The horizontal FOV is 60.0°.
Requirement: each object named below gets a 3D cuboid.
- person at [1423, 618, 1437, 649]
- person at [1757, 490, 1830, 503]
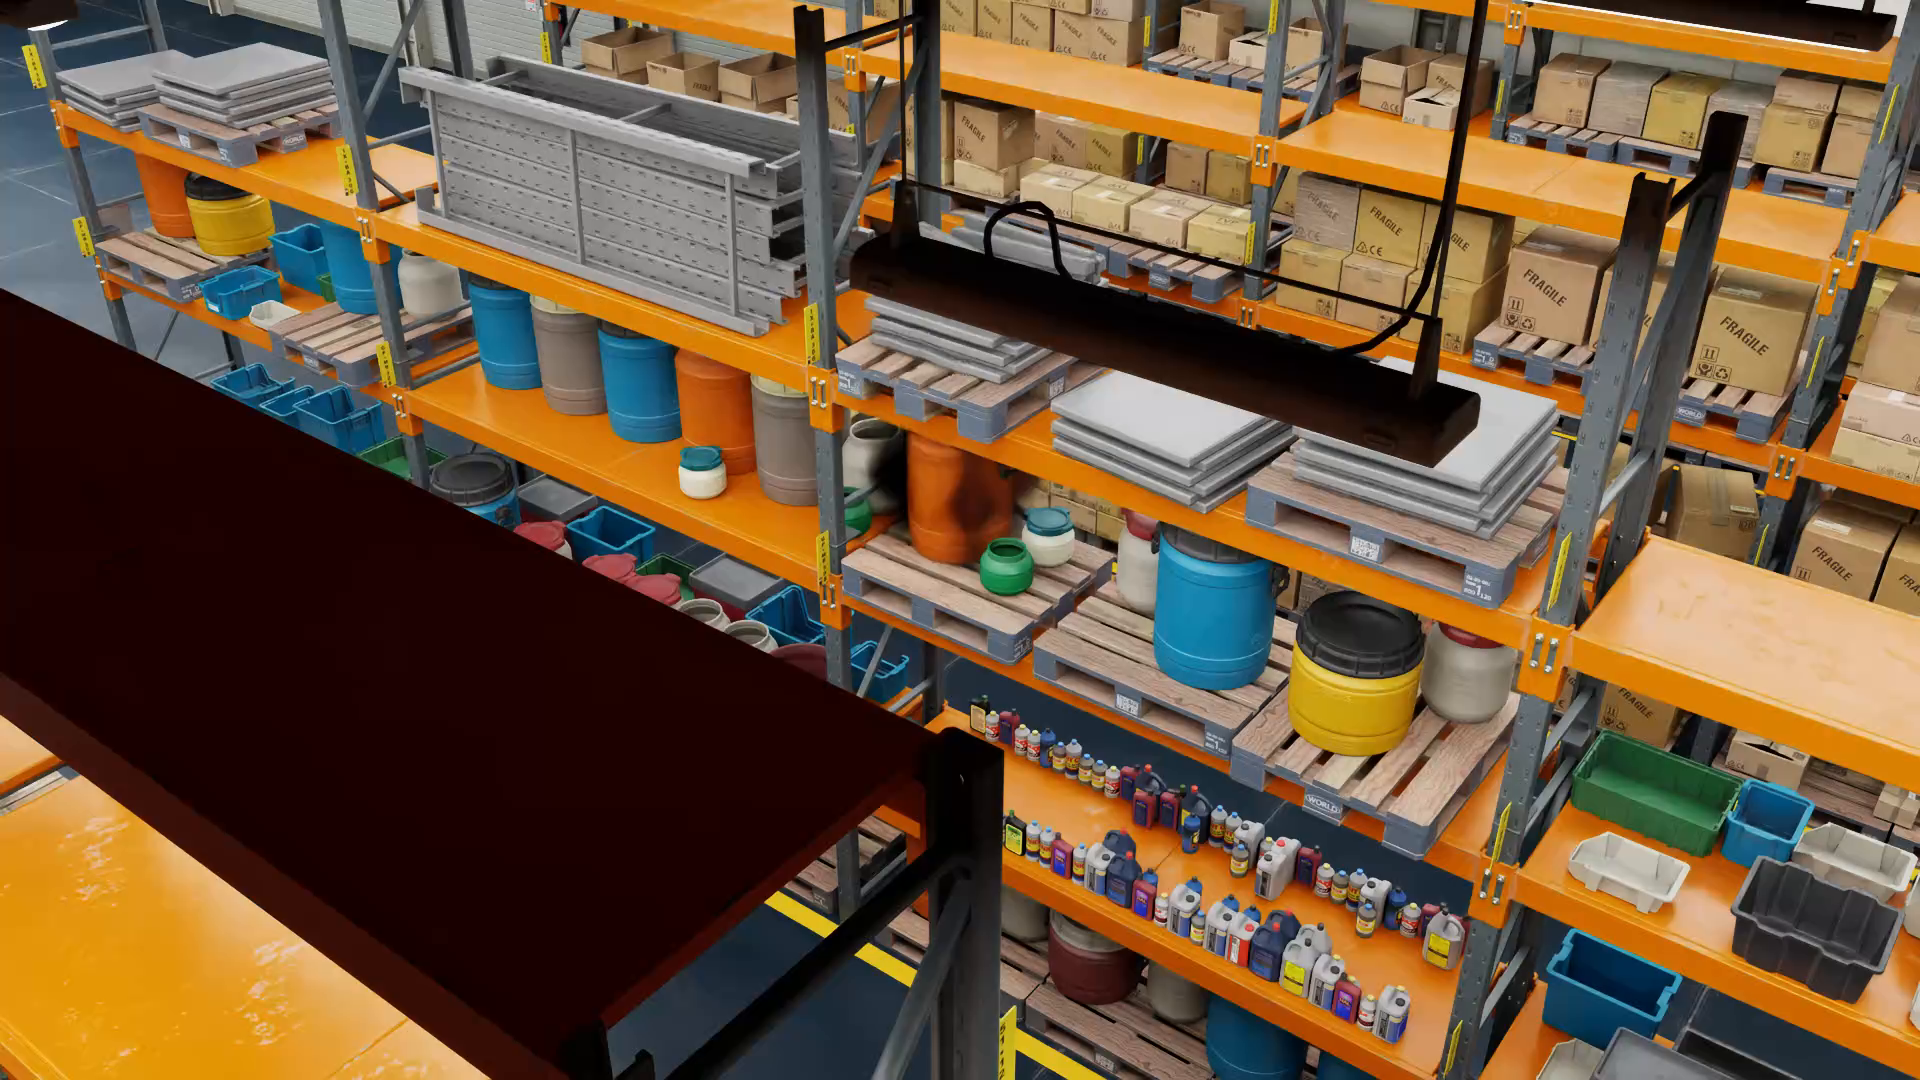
[{"bbox_3d":[3.182,0.804,11.410,0.513,0.882,0.487,21,37,30],"label":"person"},{"bbox_3d":[7.070,-0.546,13.976,0.601,0.966,0.361,19,36,28],"label":"person"}]
